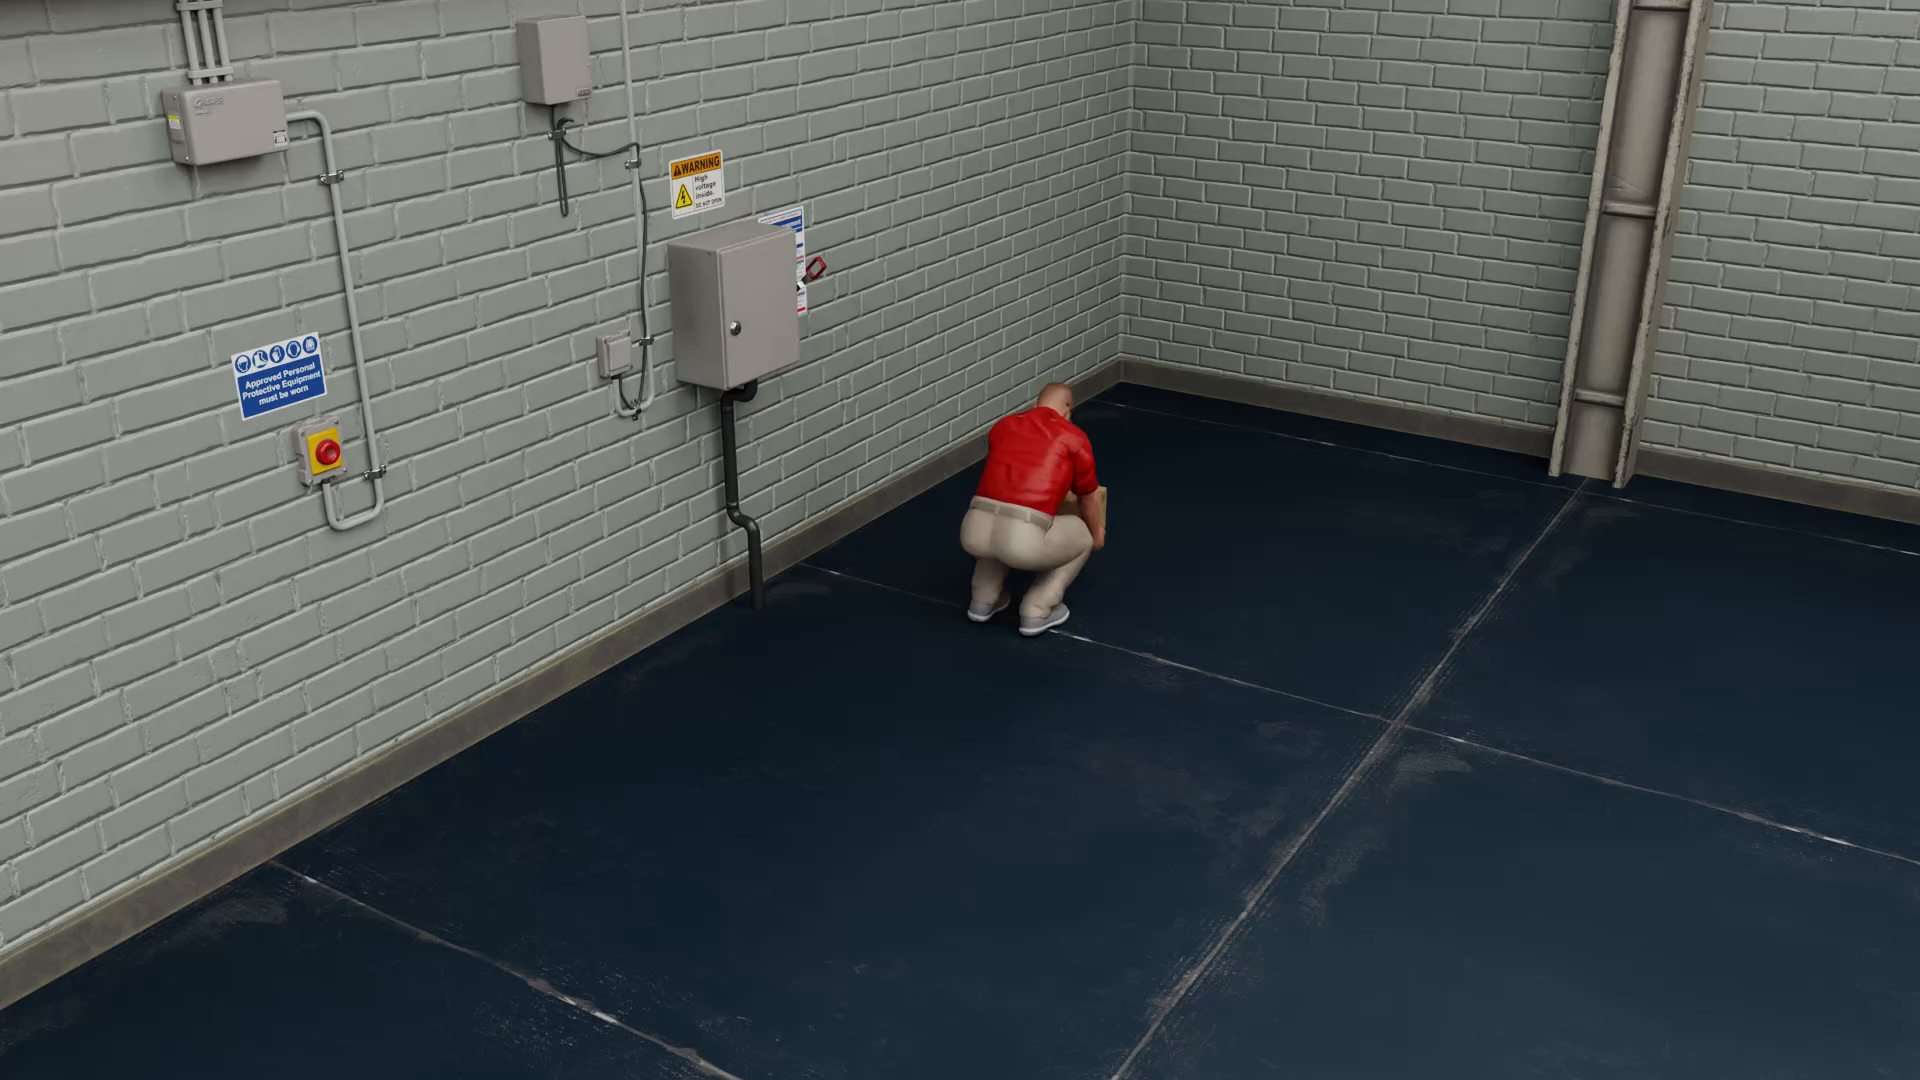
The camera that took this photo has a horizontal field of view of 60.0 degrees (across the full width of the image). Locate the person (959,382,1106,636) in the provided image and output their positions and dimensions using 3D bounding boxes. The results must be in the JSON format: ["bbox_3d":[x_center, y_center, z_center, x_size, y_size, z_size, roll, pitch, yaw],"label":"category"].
[{"bbox_3d":[0.328,-0.144,7.439,0.533,0.977,0.891,13,26,28],"label":"person"}]
